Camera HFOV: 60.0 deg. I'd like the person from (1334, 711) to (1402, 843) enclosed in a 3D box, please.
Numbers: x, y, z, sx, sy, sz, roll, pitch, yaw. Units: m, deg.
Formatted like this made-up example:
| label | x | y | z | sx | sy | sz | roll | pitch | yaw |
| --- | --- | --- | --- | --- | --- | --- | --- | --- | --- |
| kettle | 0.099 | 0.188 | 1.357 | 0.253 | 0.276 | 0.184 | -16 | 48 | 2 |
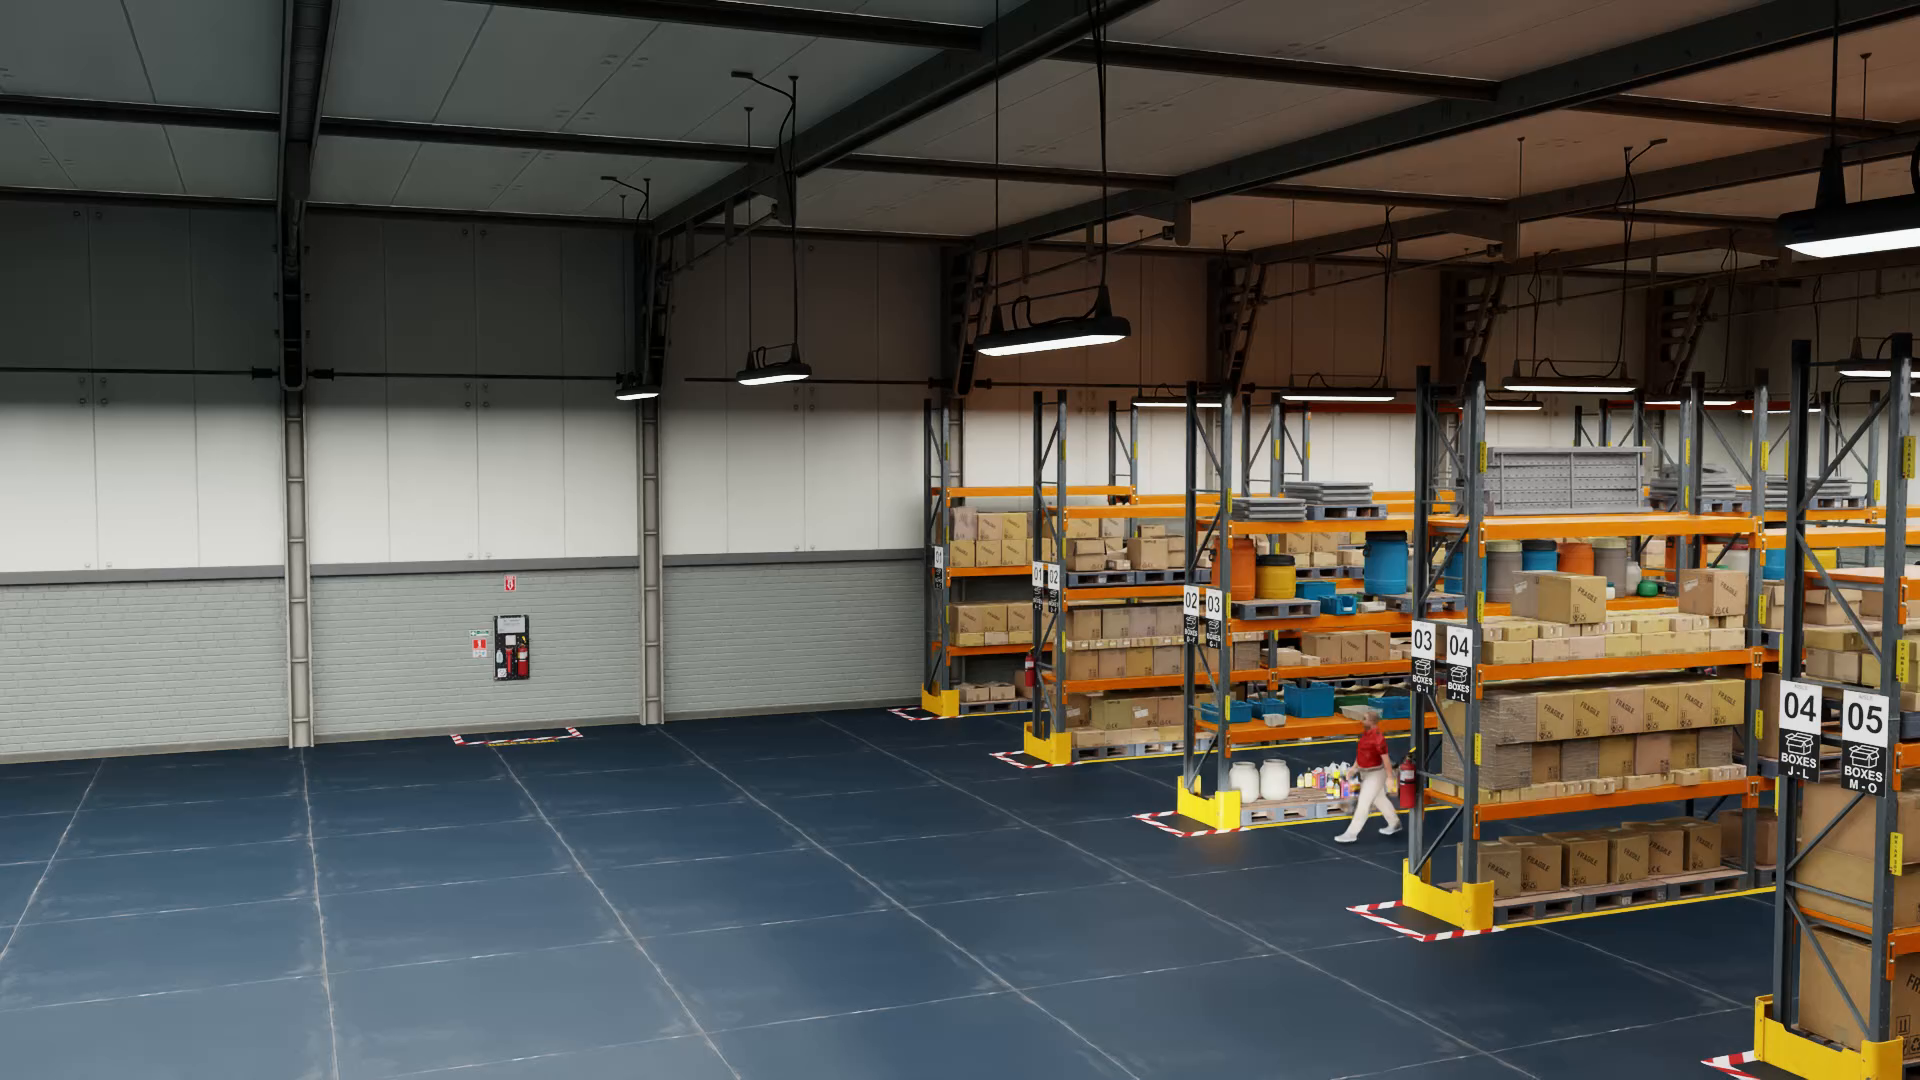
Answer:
| label | x | y | z | sx | sy | sz | roll | pitch | yaw |
| --- | --- | --- | --- | --- | --- | --- | --- | --- | --- |
| person | 5.302 | 3.037 | 21.536 | 1.085 | 1.656 | 0.668 | -1 | 3 | -14 |
